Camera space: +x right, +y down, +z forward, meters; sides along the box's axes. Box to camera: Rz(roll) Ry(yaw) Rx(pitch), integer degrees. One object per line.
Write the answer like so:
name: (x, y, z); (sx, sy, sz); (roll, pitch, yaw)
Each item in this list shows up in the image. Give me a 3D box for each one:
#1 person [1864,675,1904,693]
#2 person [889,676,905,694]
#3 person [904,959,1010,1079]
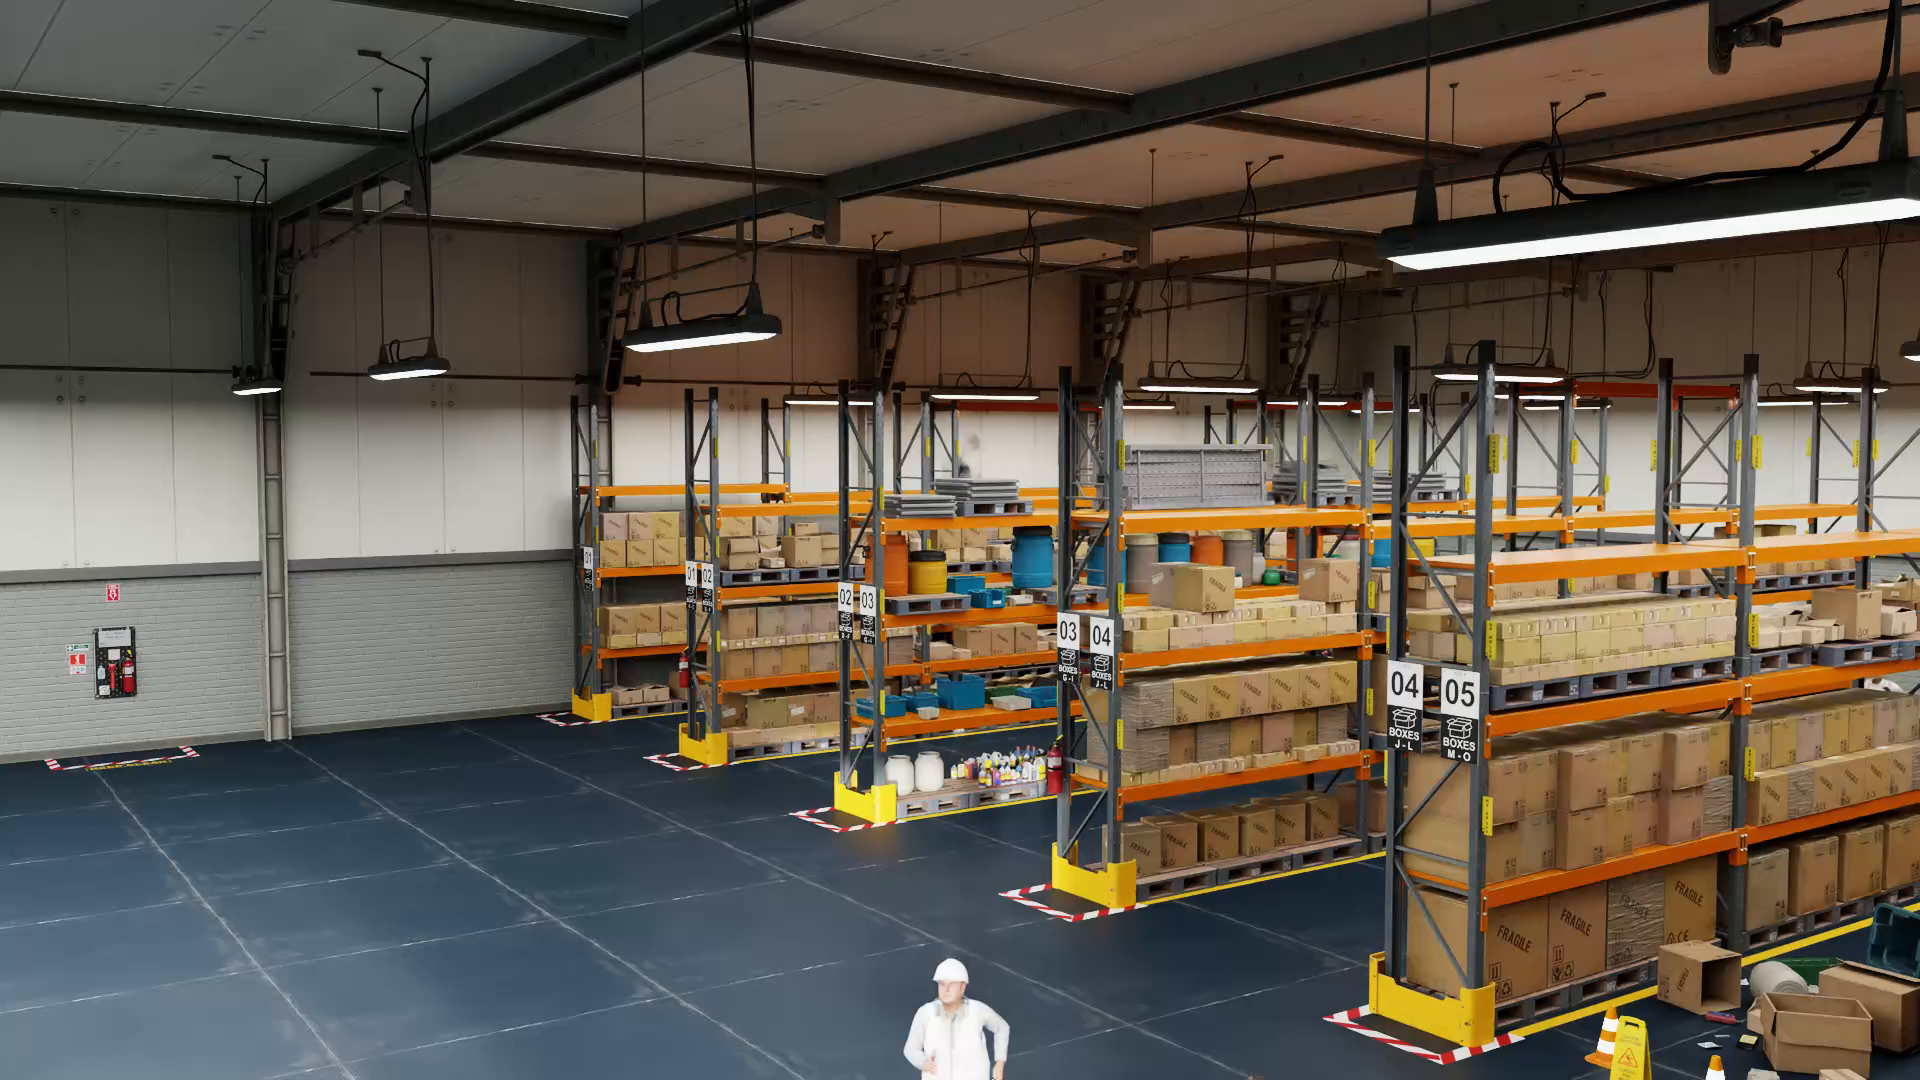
person: (13.923, 2.753, 25.255); (0.940, 1.821, 0.684); (-3, 4, -40)
person: (-1.348, 2.355, 31.440); (0.671, 1.817, 0.897); (3, 5, 41)
person: (-0.022, 3.618, 10.913); (0.665, 1.806, 0.954); (1, 3, 10)
